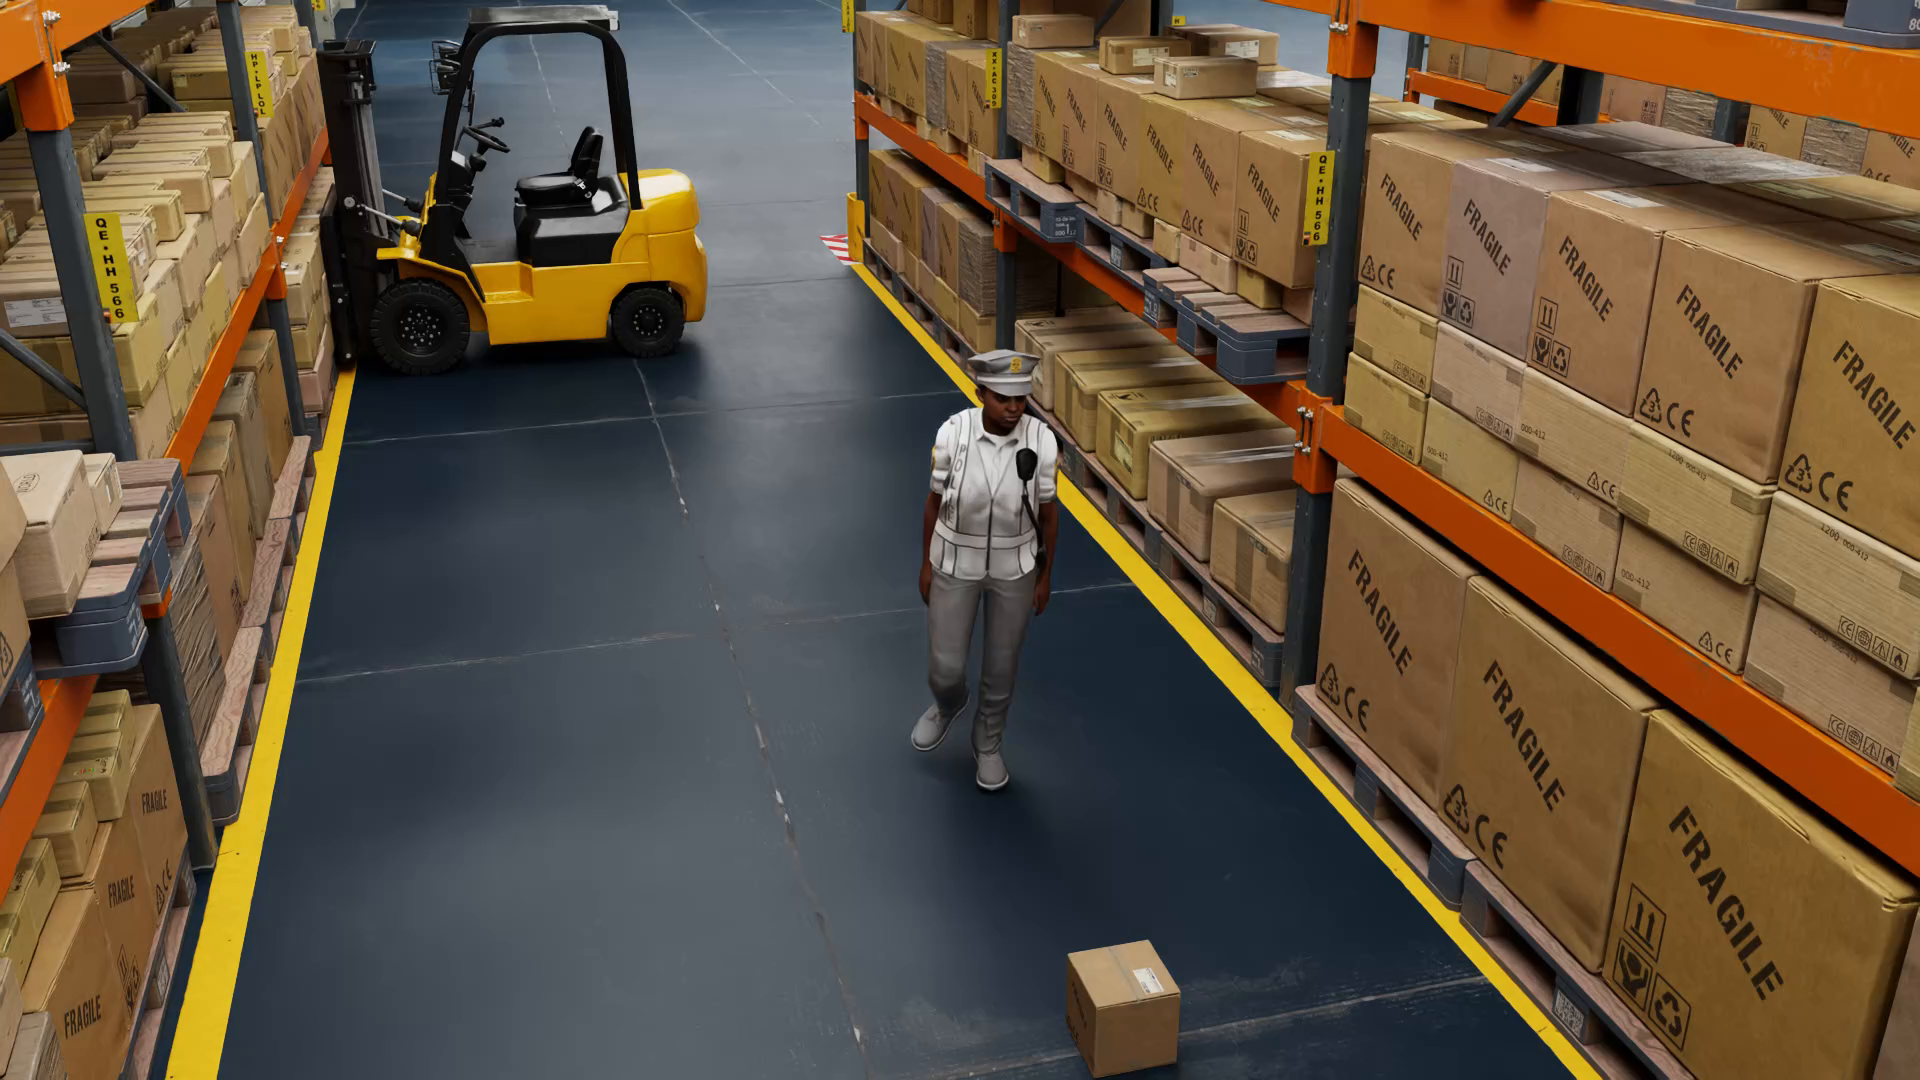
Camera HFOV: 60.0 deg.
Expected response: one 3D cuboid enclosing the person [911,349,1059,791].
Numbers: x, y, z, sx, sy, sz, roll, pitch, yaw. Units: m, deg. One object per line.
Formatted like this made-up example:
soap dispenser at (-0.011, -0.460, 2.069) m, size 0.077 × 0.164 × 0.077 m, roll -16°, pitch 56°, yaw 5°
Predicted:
person at (0.080, 0.094, 5.838) m, size 0.516 × 1.669 × 0.493 m, roll -1°, pitch 23°, yaw -3°
